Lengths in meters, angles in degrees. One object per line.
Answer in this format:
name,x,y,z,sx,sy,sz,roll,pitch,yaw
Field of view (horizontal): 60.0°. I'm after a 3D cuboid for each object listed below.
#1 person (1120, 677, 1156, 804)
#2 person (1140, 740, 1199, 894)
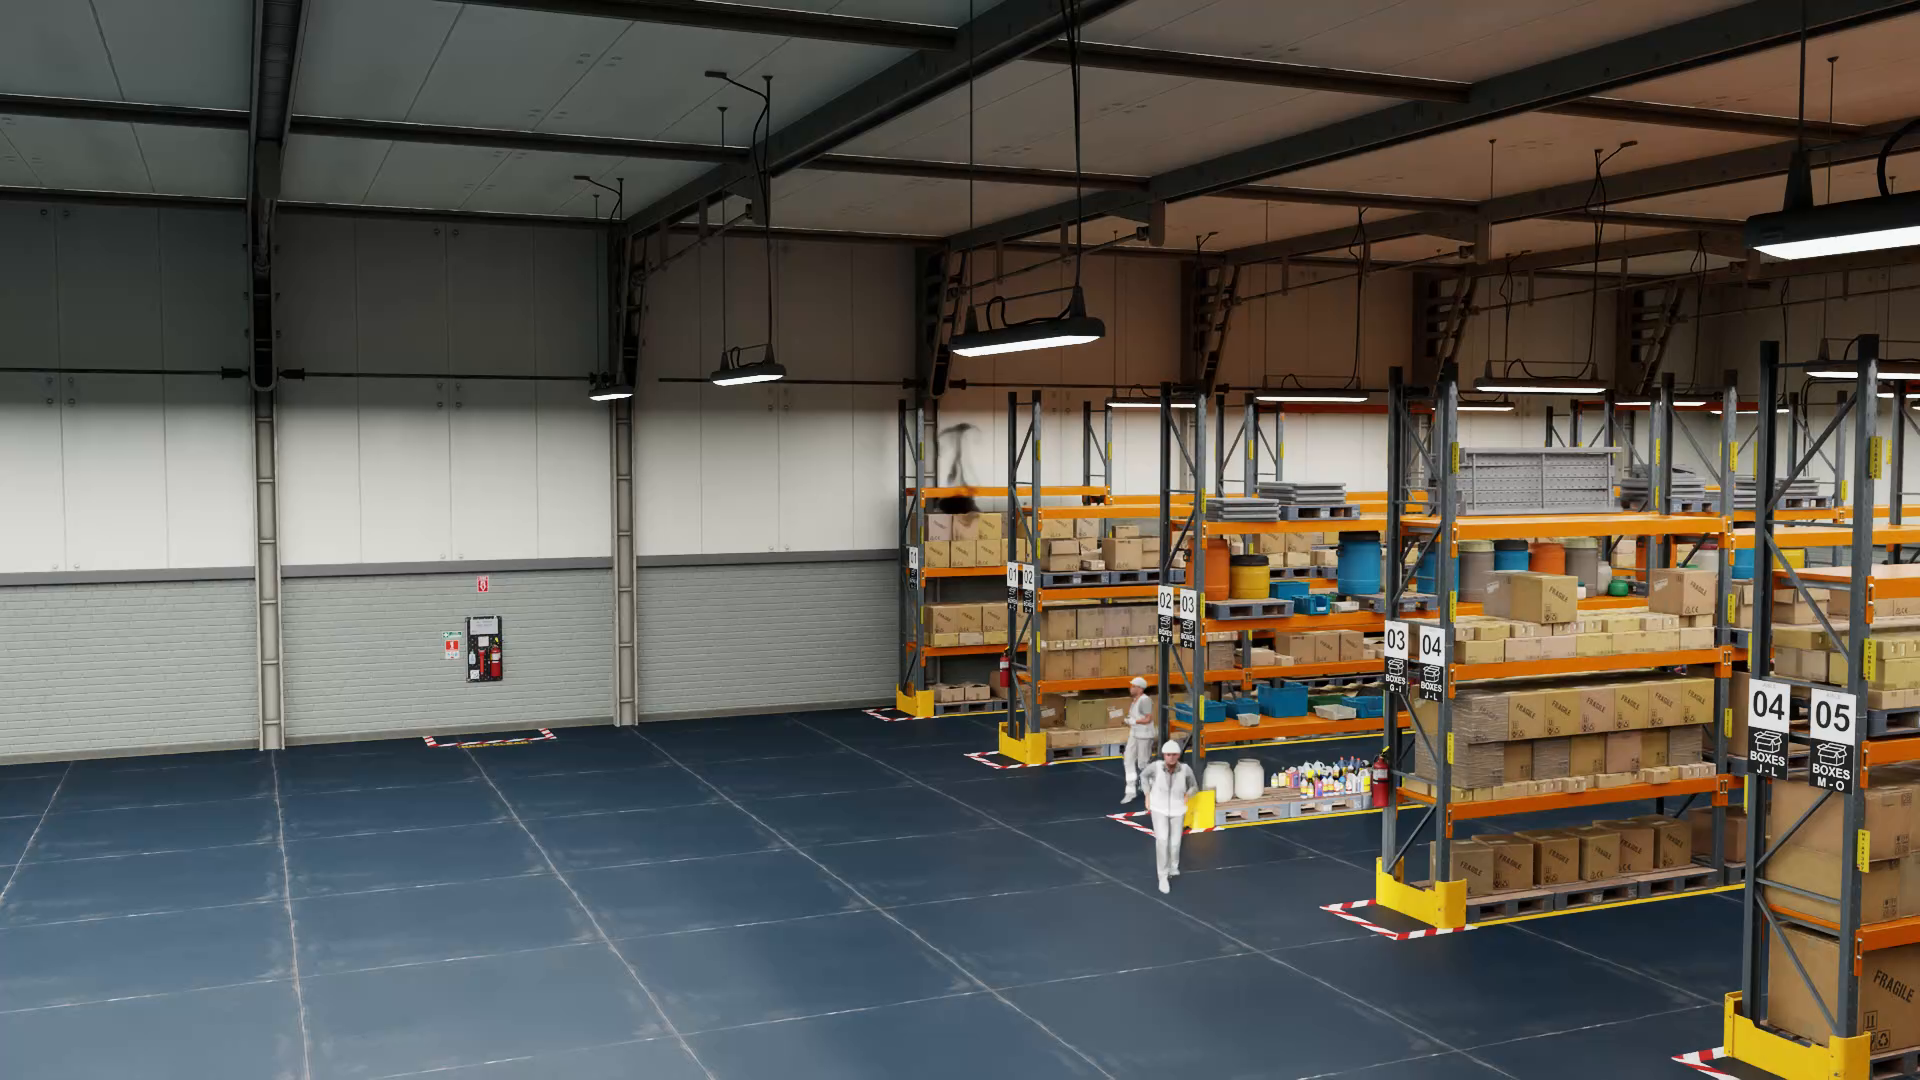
person,2.575,2.877,24.083,0.845,1.797,0.750,-2,4,-33
person,2.442,3.176,19.403,0.677,1.770,0.912,0,3,3
